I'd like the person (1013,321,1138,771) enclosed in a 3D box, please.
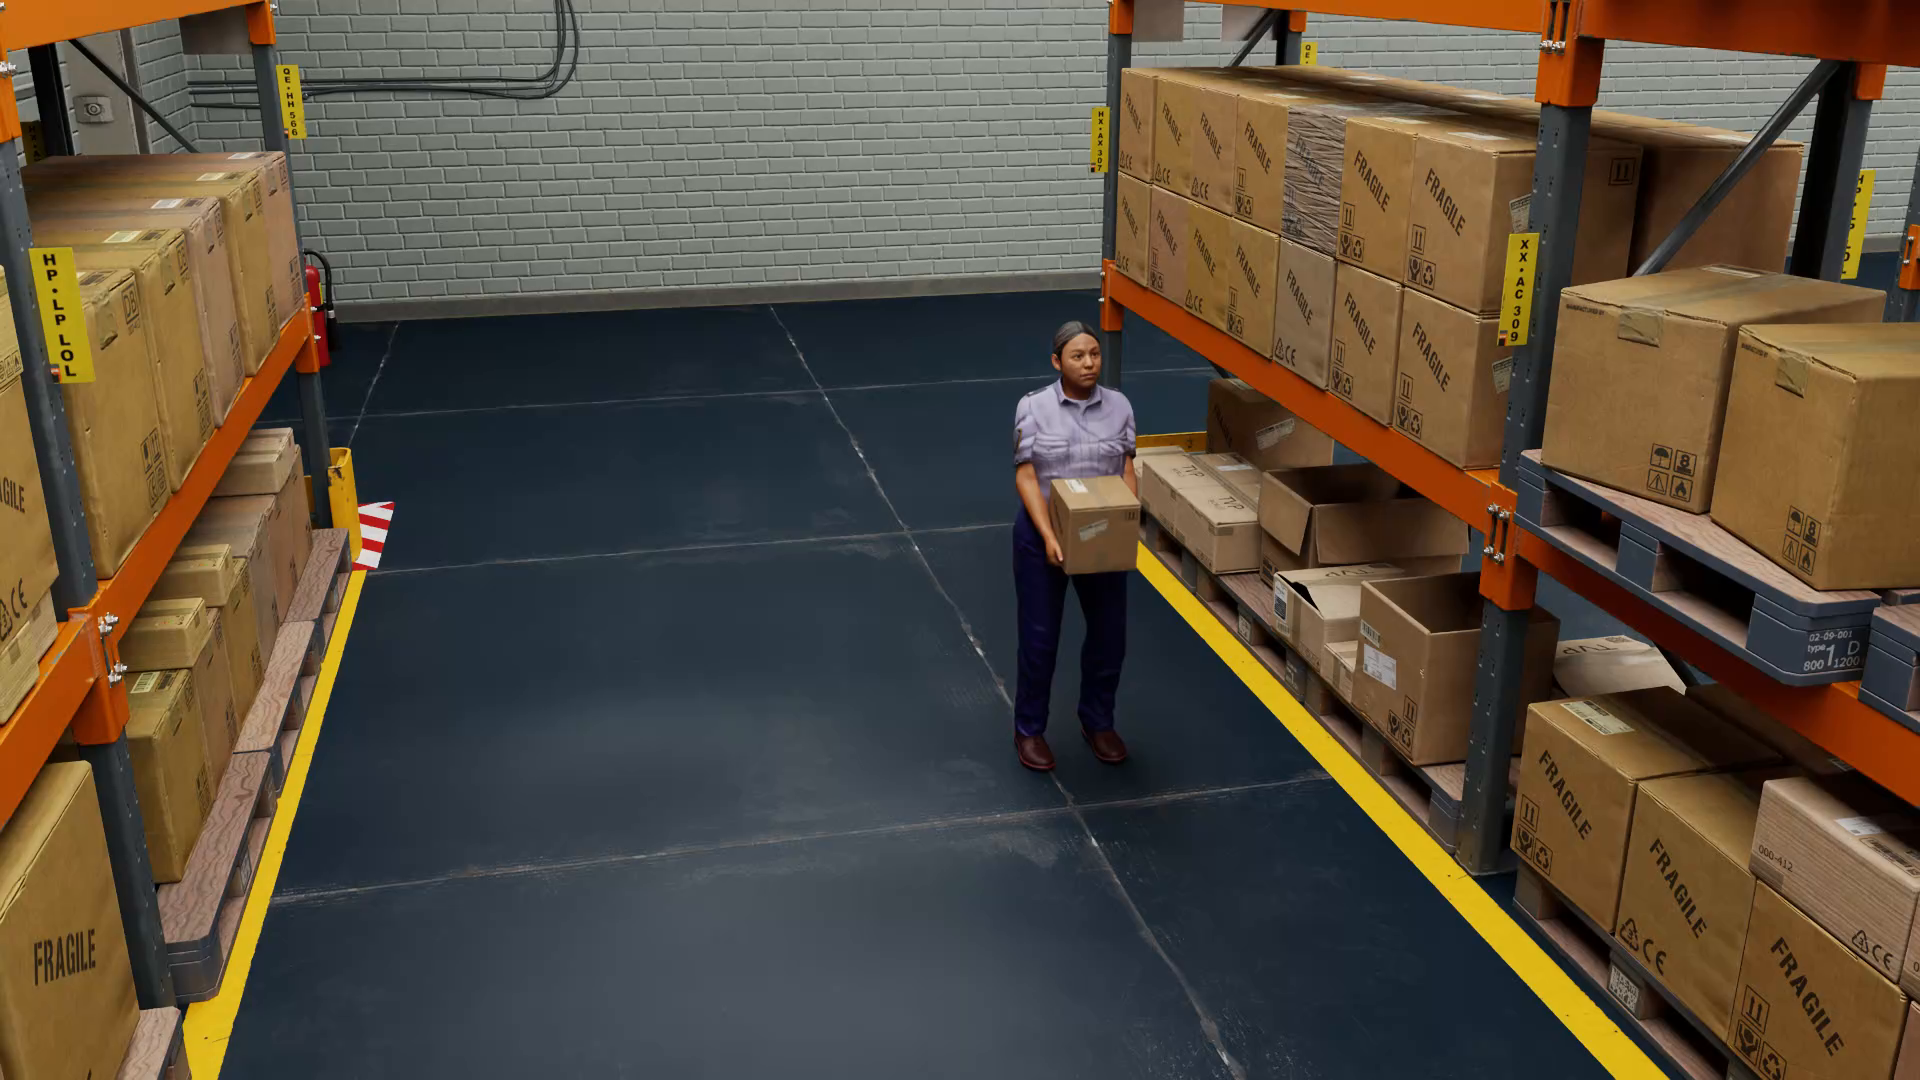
[{"bbox_3d":[0.427,0.050,5.971,0.453,1.637,0.523,-4,20,-12],"label":"person"}]
